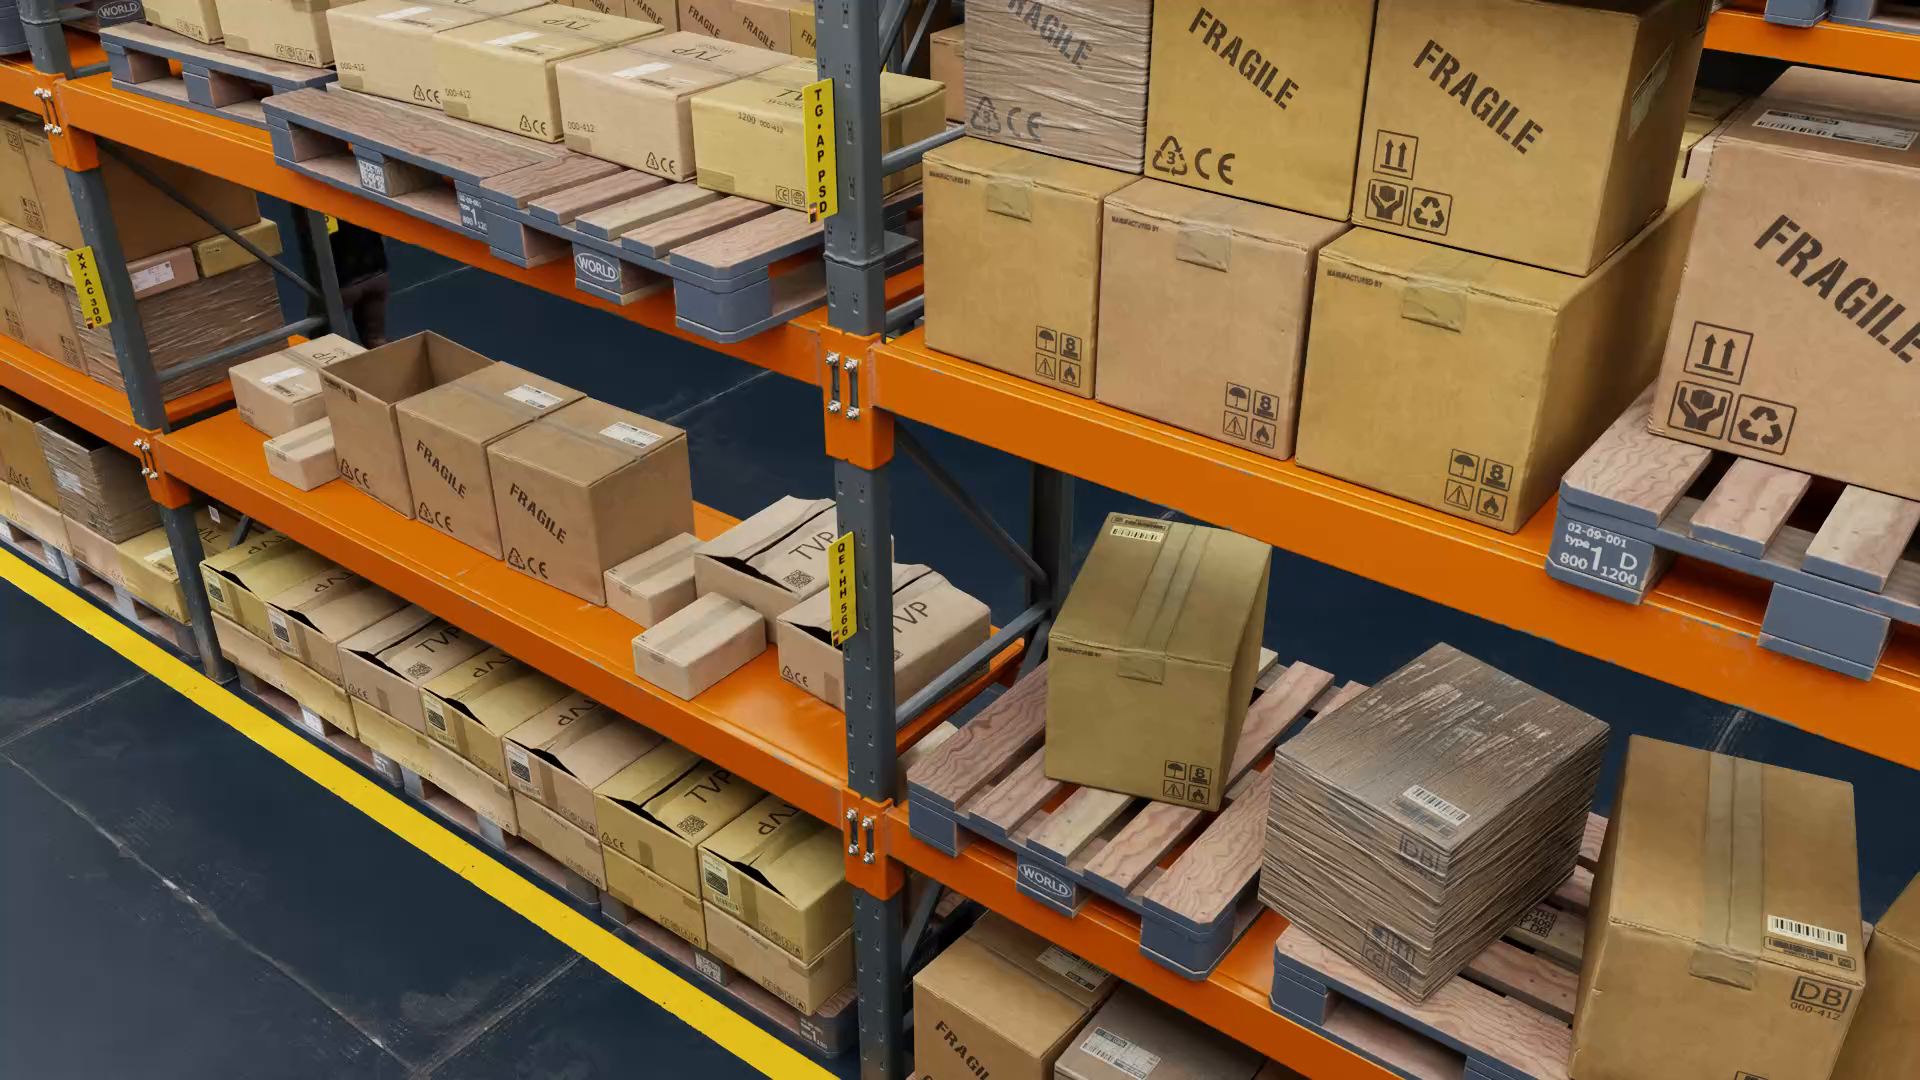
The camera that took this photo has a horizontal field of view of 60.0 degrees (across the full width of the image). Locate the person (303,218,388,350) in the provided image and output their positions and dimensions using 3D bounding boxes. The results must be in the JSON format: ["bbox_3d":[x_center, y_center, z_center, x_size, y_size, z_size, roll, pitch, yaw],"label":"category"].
[{"bbox_3d":[-3.588,-1.511,9.694,0.494,1.747,0.549,22,37,33],"label":"person"}]
